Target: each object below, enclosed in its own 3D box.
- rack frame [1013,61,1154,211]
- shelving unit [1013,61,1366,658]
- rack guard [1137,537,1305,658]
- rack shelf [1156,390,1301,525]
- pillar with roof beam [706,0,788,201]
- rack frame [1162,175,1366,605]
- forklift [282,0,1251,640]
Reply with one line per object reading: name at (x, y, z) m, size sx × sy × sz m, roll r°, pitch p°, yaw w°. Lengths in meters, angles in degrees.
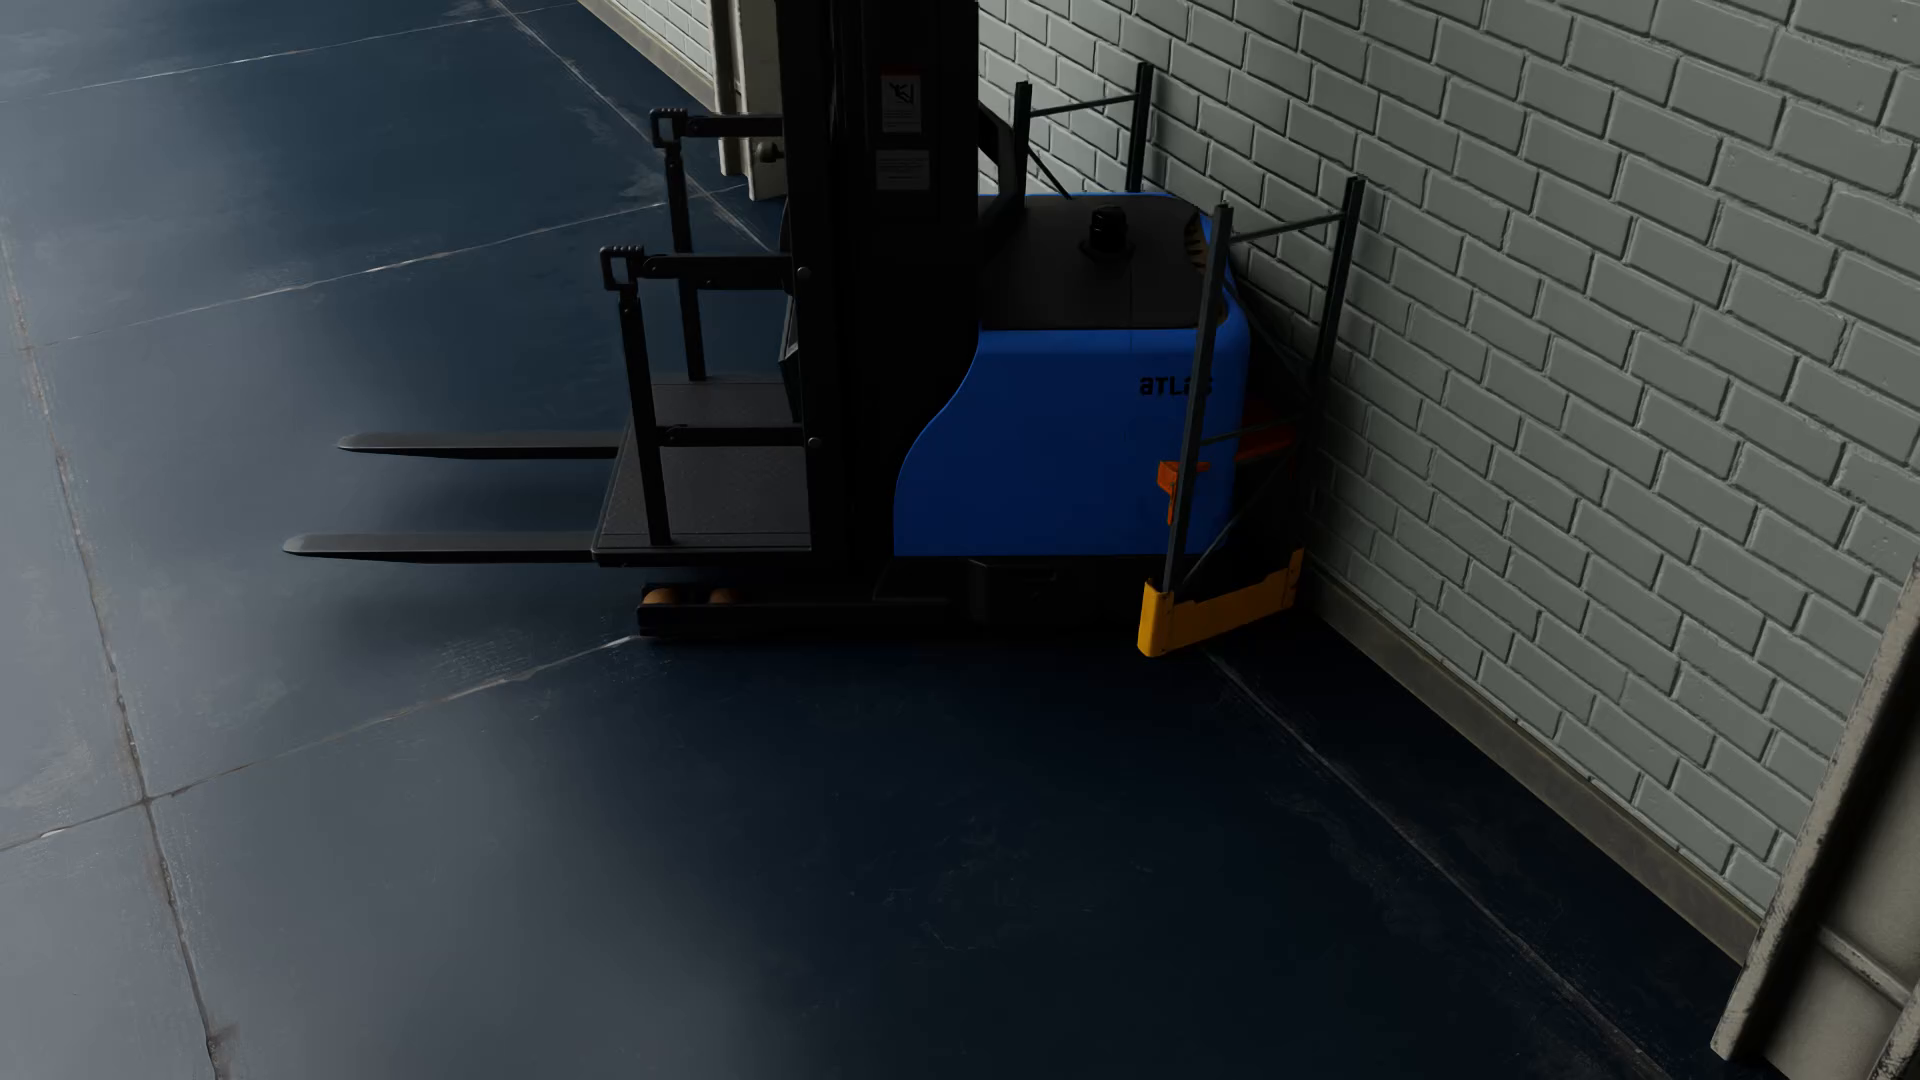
rack frame at (0.365, -0.849, 5.641) m, size 0.500 × 1.500 × 0.032 m, roll -16°, pitch 39°, yaw -25°
shelving unit at (0.612, -0.592, 5.291) m, size 0.587 × 1.500 × 1.083 m, roll -16°, pitch 39°, yaw -25°
rack guard at (0.833, 0.176, 5.299) m, size 0.587 × 0.250 × 0.087 m, roll -16°, pitch 39°, yaw -25°
rack shelf at (0.609, -0.440, 5.387) m, size 0.538 × 0.185 × 1.000 m, roll -16°, pitch 39°, yaw -25°
pillar with roof beam at (-4.677, -4.129, 3.774) m, size 9.100 × 9.000 × 0.400 m, roll -19°, pitch 40°, yaw -24°
rack frame at (0.868, -0.327, 4.928) m, size 0.500 × 1.500 × 0.032 m, roll -16°, pitch 39°, yaw -25°
forklift at (-0.664, -1.179, 4.879) m, size 3.031 × 2.935 × 1.130 m, roll 0°, pitch 36°, yaw -1°
